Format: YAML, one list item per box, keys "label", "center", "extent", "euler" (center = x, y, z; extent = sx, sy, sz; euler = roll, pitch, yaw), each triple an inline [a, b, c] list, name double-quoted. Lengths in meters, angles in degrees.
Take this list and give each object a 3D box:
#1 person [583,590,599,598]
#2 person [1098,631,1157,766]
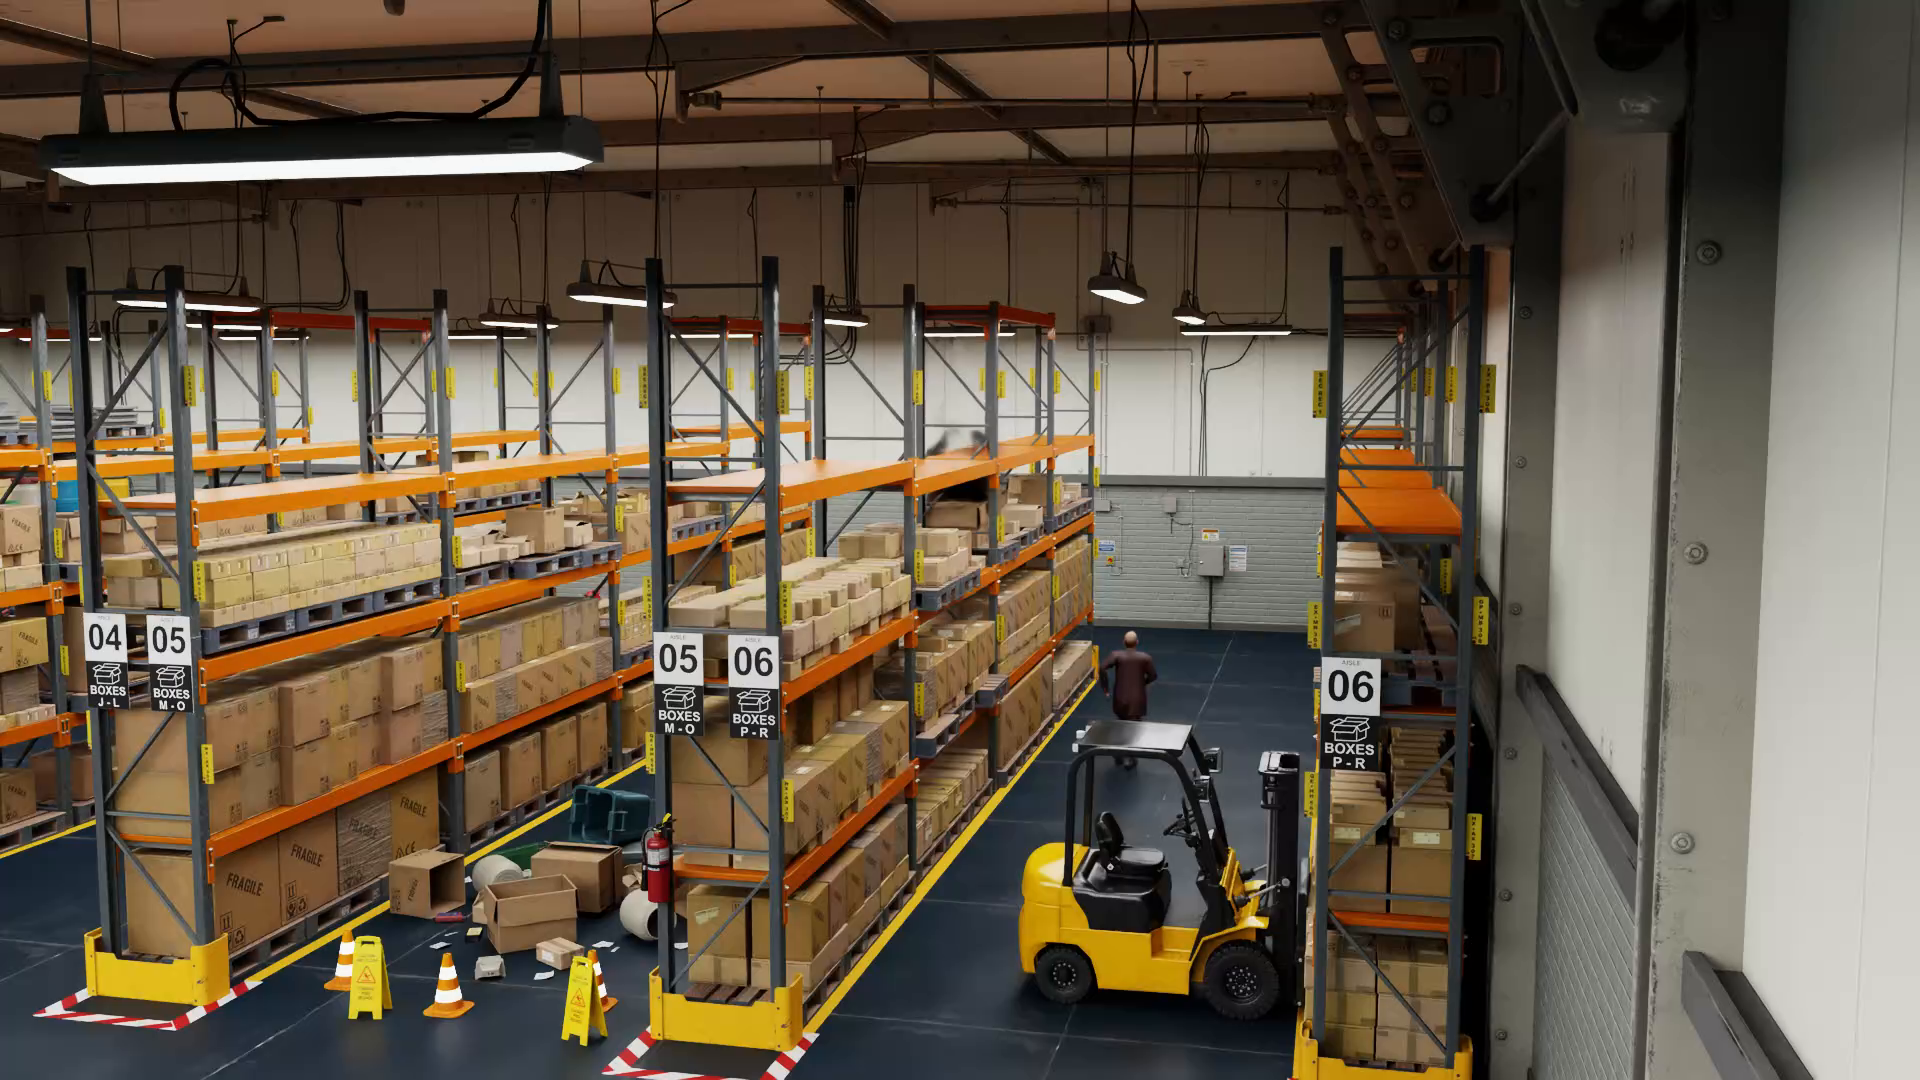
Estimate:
- label: "person"
  center: [-5.740, 1.659, 25.990]
  extent: [0.670, 1.741, 0.616]
  euler: [3, 6, 24]
- label: "person"
  center: [2.222, 2.128, 21.911]
  extent: [0.741, 1.711, 0.735]
  euler: [1, 6, 14]
